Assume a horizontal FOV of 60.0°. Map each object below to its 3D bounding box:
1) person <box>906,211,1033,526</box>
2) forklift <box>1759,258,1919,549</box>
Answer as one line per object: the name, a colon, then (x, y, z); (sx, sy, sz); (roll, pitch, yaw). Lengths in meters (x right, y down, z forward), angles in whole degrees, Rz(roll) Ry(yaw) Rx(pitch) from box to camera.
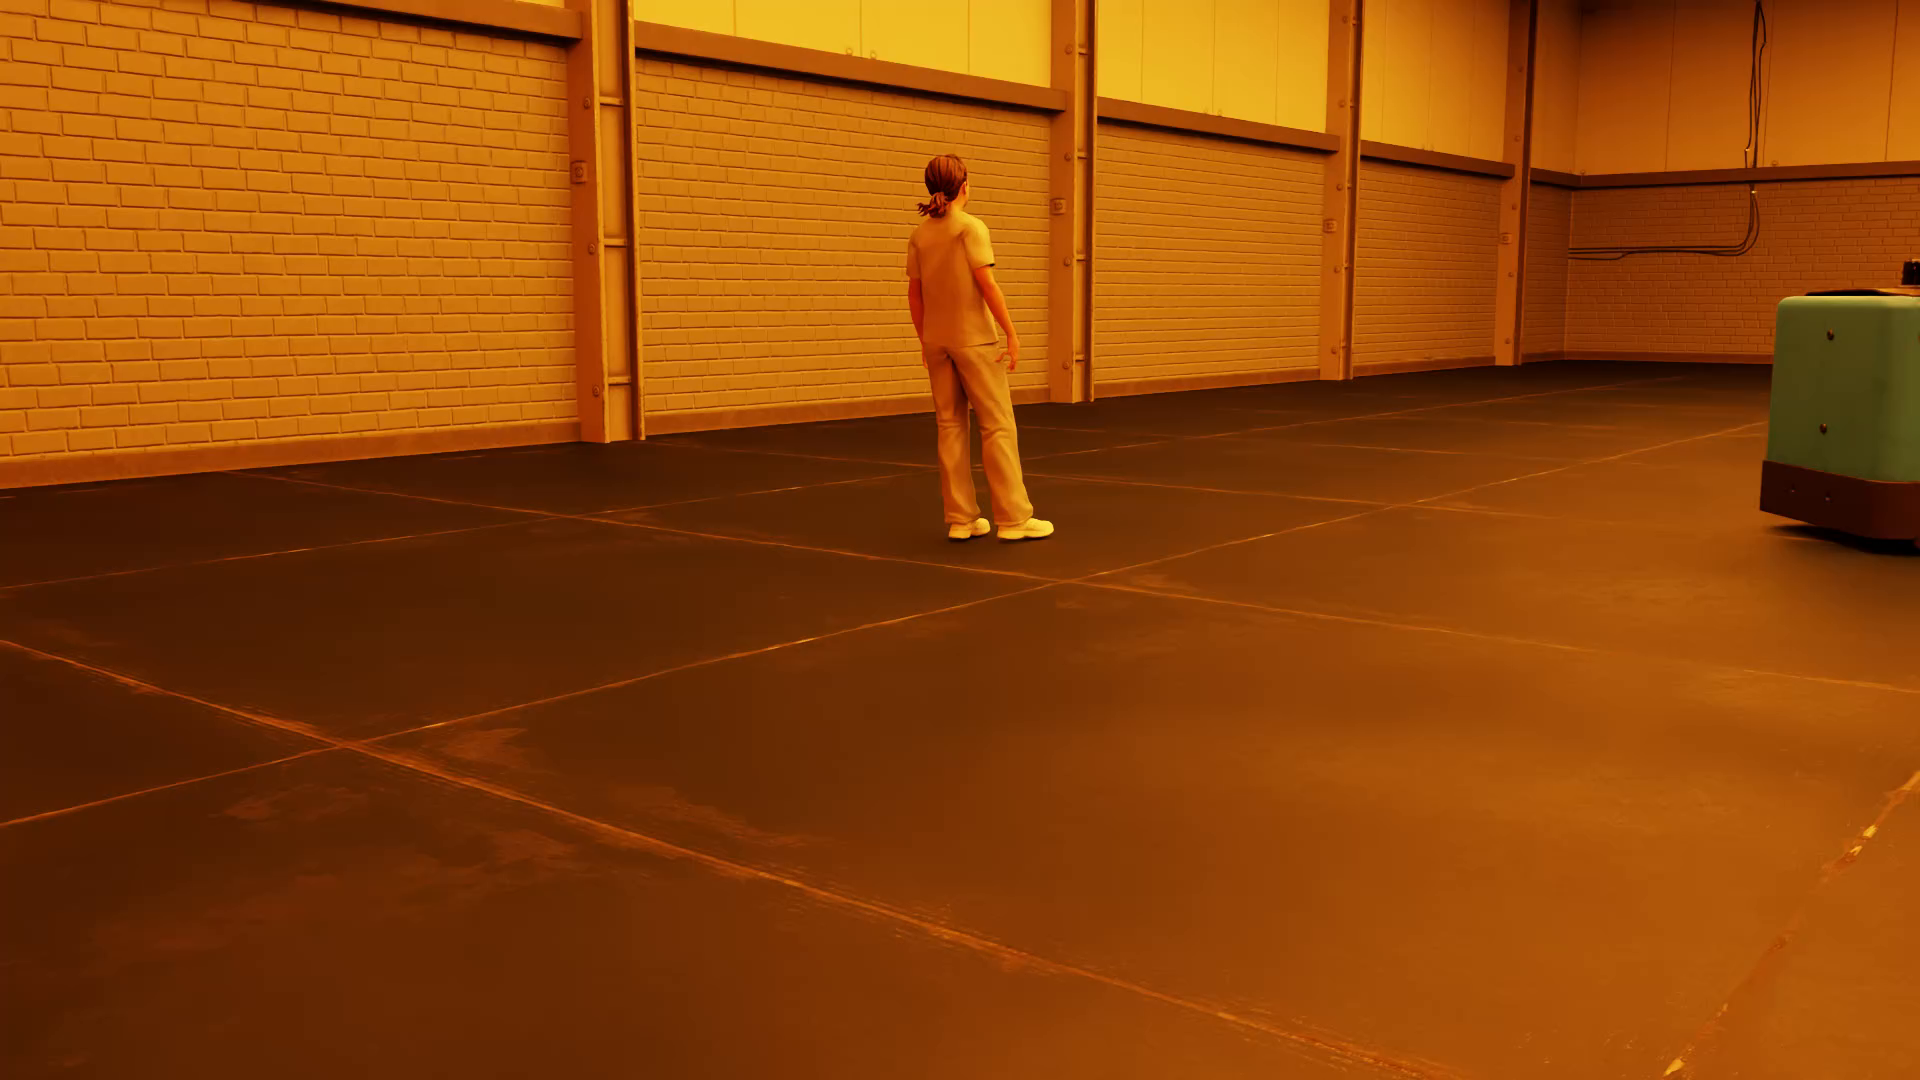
person: (0.025, -0.749, 7.313); (0.517, 1.362, 0.395); (7, 11, 38)
forklift: (5.304, -1.459, 7.252); (3.031, 2.935, 1.130); (0, 8, -1)
